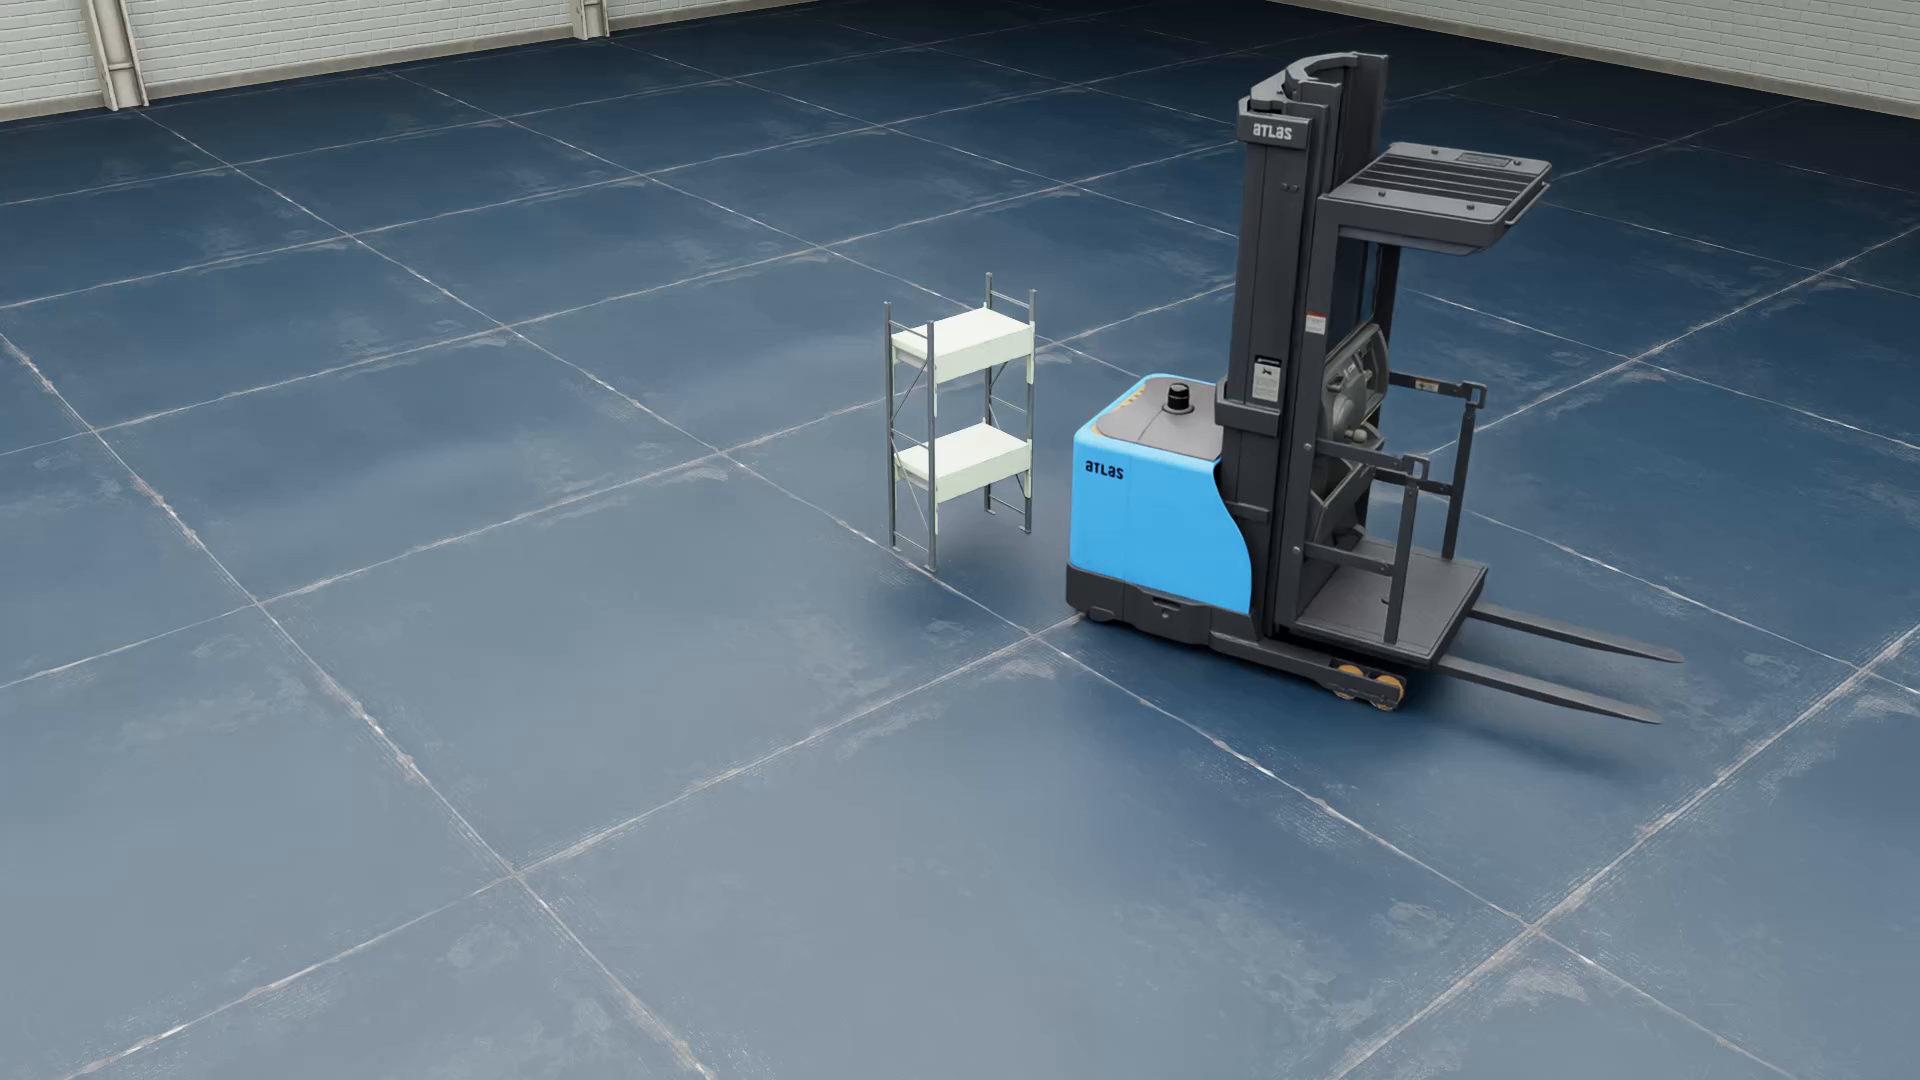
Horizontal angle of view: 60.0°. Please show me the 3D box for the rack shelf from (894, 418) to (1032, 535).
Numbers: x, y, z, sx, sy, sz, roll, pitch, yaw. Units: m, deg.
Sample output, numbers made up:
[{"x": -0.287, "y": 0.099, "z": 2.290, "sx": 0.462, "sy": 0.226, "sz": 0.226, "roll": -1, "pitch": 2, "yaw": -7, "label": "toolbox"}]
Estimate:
[{"x": 0.005, "y": -0.376, "z": 9.554, "sx": 0.720, "sy": 0.370, "sz": 0.431, "roll": -22, "pitch": 35, "yaw": -35, "label": "rack shelf"}]

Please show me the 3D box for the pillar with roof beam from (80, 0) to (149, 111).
[{"x": -6.760, "y": -7.410, "z": 14.068, "sx": 0.400, "sy": 9.000, "sz": 9.100, "roll": -22, "pitch": 35, "yaw": -35, "label": "pillar with roof beam"}]

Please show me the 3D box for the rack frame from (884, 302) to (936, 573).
[{"x": -0.273, "y": -0.552, "z": 9.191, "sx": 0.023, "sy": 1.500, "sz": 0.400, "roll": -22, "pitch": 35, "yaw": -35, "label": "rack frame"}]

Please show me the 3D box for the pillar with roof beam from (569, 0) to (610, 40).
[{"x": -2.196, "y": -9.246, "z": 17.503, "sx": 0.400, "sy": 9.000, "sz": 9.100, "roll": -22, "pitch": 35, "yaw": -35, "label": "pillar with roof beam"}]

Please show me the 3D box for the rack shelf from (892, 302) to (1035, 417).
[{"x": 0.005, "y": -1.008, "z": 9.216, "sx": 0.720, "sy": 0.370, "sz": 0.431, "roll": -22, "pitch": 35, "yaw": -35, "label": "rack shelf"}]

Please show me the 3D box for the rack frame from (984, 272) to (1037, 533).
[{"x": 0.284, "y": -0.775, "z": 9.610, "sx": 0.023, "sy": 1.500, "sz": 0.400, "roll": -22, "pitch": 35, "yaw": -35, "label": "rack frame"}]

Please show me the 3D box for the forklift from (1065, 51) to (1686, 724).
[{"x": 2.104, "y": -0.743, "z": 8.030, "sx": 3.031, "sy": 2.935, "sz": 1.130, "roll": 15, "pitch": 32, "yaw": 26, "label": "forklift"}]

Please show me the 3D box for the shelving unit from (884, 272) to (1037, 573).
[{"x": 0.005, "y": -0.664, "z": 9.400, "sx": 0.755, "sy": 1.500, "sz": 0.431, "roll": -22, "pitch": 35, "yaw": -35, "label": "shelving unit"}]
